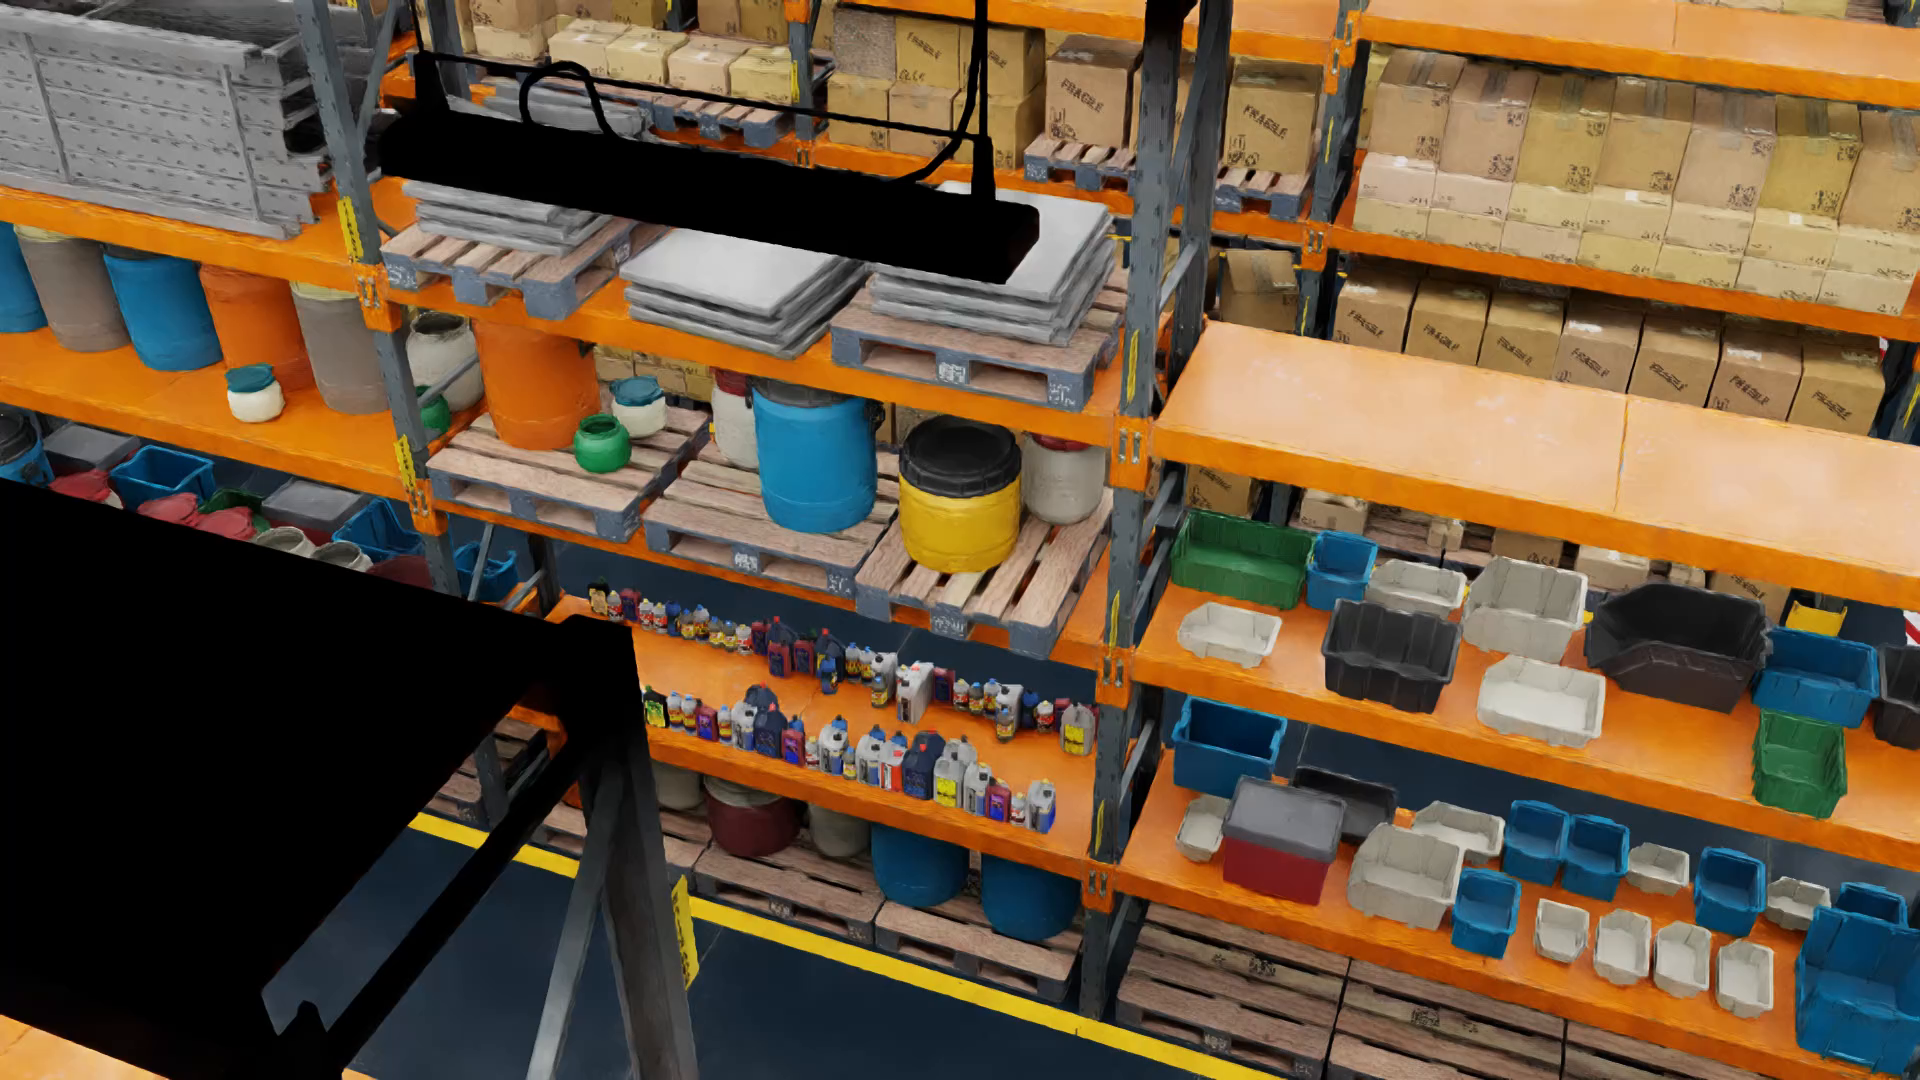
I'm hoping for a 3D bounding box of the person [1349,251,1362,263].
[{"bbox_3d":[3.588,-1.907,14.624,0.507,1.619,0.580,12,38,15],"label":"person"}]
